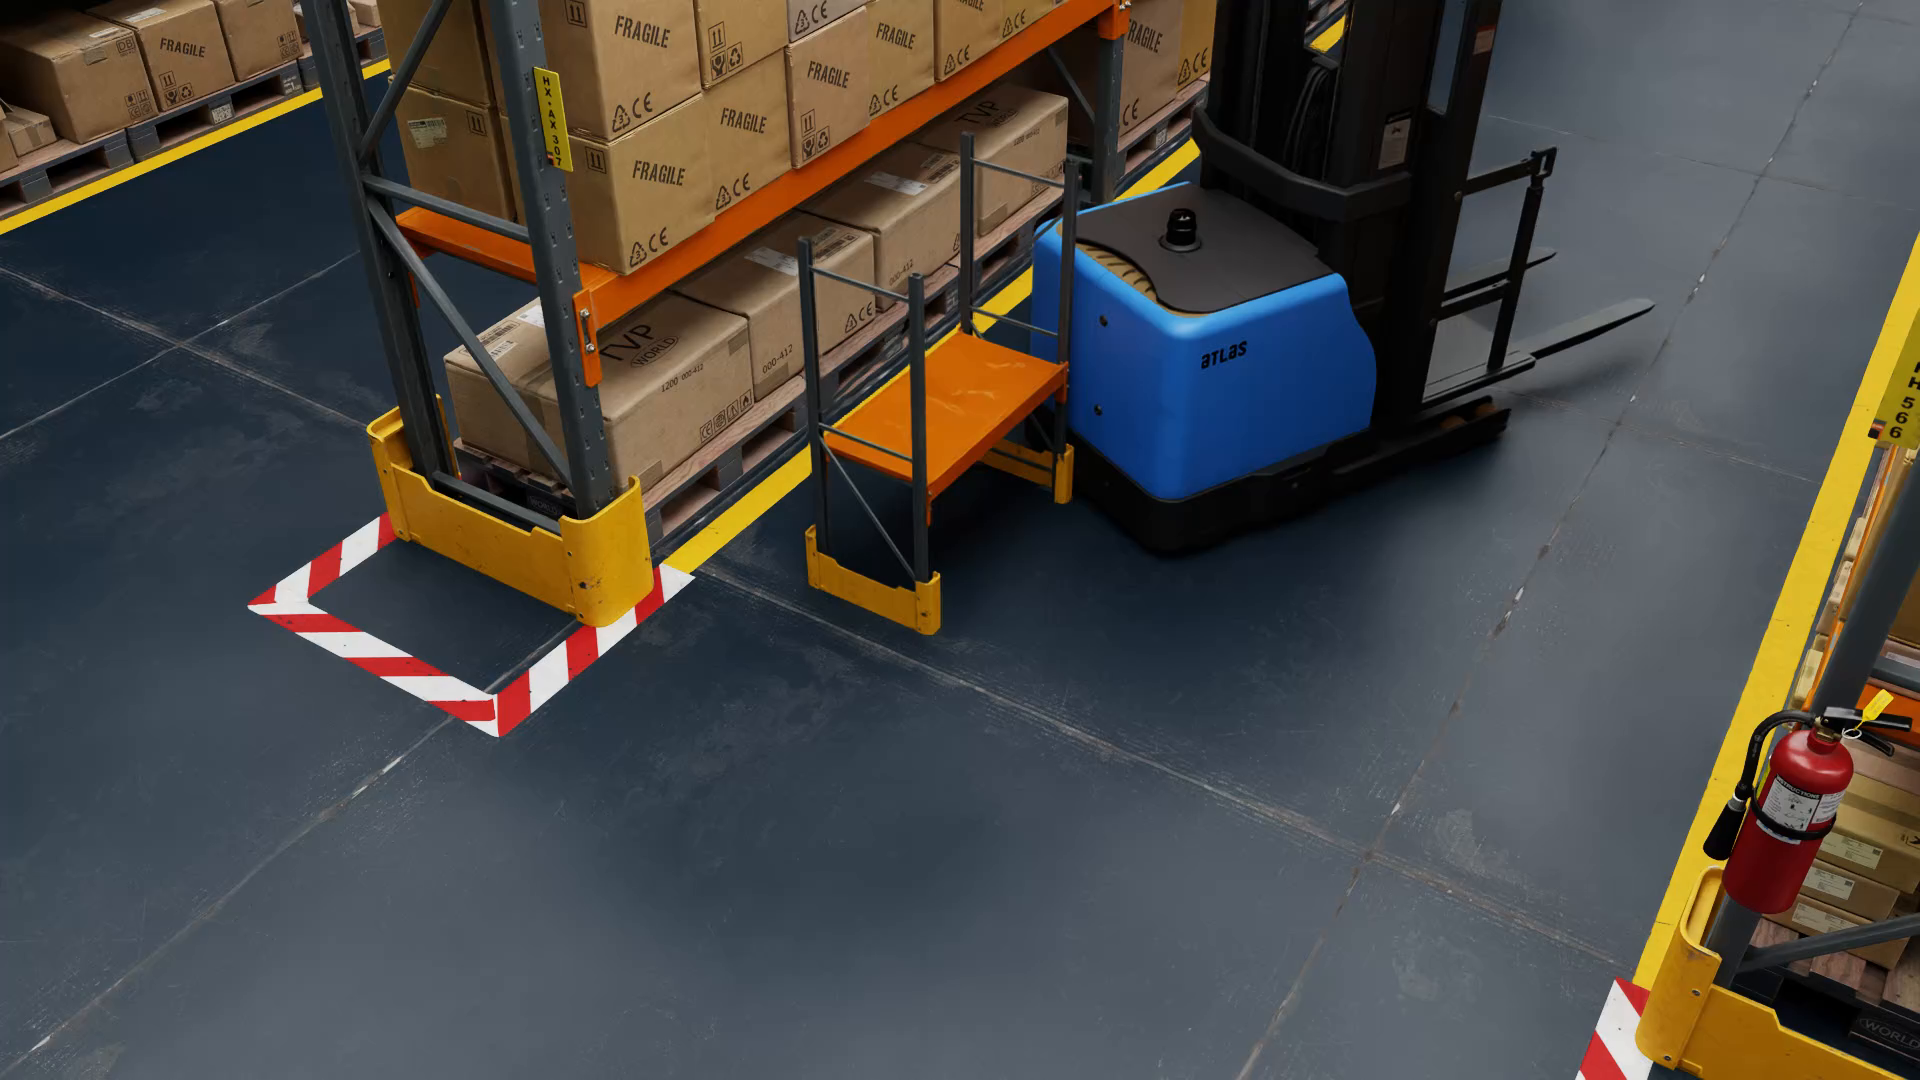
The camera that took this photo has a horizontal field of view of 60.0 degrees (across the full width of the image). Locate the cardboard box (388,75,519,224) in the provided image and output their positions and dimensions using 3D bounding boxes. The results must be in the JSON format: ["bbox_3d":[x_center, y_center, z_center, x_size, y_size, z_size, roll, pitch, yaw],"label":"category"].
[{"bbox_3d":[-1.710,-1.506,6.165,0.500,0.500,0.500,21,42,25],"label":"cardboard box"}]

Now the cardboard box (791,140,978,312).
[{"bbox_3d":[-0.508,-1.595,8.116,0.875,0.438,0.875,20,42,24],"label":"cardboard box"}]

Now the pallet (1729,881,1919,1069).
[{"bbox_3d":[2.995,1.094,5.158,1.003,0.211,1.213,21,42,25],"label":"pallet"}]

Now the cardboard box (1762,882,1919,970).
[{"bbox_3d":[2.595,1.059,4.910,0.380,0.149,0.250,22,43,26],"label":"cardboard box"}]

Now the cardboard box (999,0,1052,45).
[{"bbox_3d":[0.095,-2.643,7.640,0.500,0.500,0.500,20,42,24],"label":"cardboard box"}]

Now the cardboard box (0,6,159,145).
[{"bbox_3d":[-5.039,-2.642,9.423,0.700,0.500,0.500,23,43,27],"label":"cardboard box"}]

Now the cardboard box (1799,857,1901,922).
[{"bbox_3d":[2.531,0.915,4.853,0.380,0.149,0.250,20,42,24],"label":"cardboard box"}]

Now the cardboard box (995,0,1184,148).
[{"bbox_3d":[0.663,-2.864,9.405,0.875,0.875,0.875,23,43,26],"label":"cardboard box"}]

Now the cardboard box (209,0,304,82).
[{"bbox_3d":[-4.483,-3.177,10.117,0.700,0.500,0.500,20,42,23],"label":"cardboard box"}]

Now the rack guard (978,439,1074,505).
[{"bbox_3d":[0.209,-0.360,7.012,0.587,0.250,0.087,22,43,26],"label":"rack guard"}]

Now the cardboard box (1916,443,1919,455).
[{"bbox_3d":[2.524,-0.435,3.713,0.500,0.500,0.500,20,42,24],"label":"cardboard box"}]

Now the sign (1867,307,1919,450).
[{"bbox_3d":[2.031,-0.340,3.527,0.100,0.325,0.005,21,42,25],"label":"sign"}]

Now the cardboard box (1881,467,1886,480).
[{"bbox_3d":[3.656,-0.274,6.152,0.380,0.149,0.250,22,43,26],"label":"cardboard box"}]

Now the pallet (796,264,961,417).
[{"bbox_3d":[-0.728,-1.091,7.992,1.003,0.211,1.213,21,42,25],"label":"pallet"}]

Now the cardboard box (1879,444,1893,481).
[{"bbox_3d":[3.934,-0.298,6.671,0.380,0.149,0.250,21,42,25],"label":"cardboard box"}]

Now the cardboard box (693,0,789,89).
[{"bbox_3d":[-0.976,-1.990,5.973,0.500,0.500,0.500,20,42,24],"label":"cardboard box"}]

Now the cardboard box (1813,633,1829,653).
[{"bbox_3d":[3.075,0.376,5.553,0.380,0.149,0.250,22,43,26],"label":"cardboard box"}]

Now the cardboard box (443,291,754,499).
[{"bbox_3d":[-1.475,-0.656,6.898,0.875,0.438,0.875,20,42,24],"label":"cardboard box"}]

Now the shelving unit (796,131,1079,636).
[{"bbox_3d":[-0.062,-0.600,6.300,0.587,1.500,1.083,22,43,26],"label":"shelving unit"}]

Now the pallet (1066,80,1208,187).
[{"bbox_3d":[0.748,-2.511,9.835,1.003,0.211,1.213,21,42,25],"label":"pallet"}]

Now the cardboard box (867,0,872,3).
[{"bbox_3d":[-0.440,-2.515,6.655,0.500,0.500,0.500,21,42,25],"label":"cardboard box"}]

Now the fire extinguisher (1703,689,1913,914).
[{"bbox_3d":[1.965,0.593,3.893,0.296,0.674,0.183,21,42,25],"label":"fire extinguisher"}]

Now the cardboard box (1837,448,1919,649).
[{"bbox_3d":[2.513,-0.037,4.016,0.500,0.500,0.500,22,43,26],"label":"cardboard box"}]

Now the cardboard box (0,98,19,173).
[{"bbox_3d":[-5.530,-2.215,8.867,0.797,0.503,0.637,19,42,23],"label":"cardboard box"}]

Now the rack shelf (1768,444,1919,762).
[{"bbox_3d":[3.561,-0.310,5.285,1.077,0.370,4.000,21,42,25],"label":"rack shelf"}]

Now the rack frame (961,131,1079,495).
[{"bbox_3d":[0.220,-0.865,6.643,0.500,1.500,0.032,22,43,26],"label":"rack frame"}]

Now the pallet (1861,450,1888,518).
[{"bbox_3d":[4.302,-0.164,6.790,1.003,0.211,1.213,21,42,25],"label":"pallet"}]

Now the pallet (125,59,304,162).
[{"bbox_3d":[-4.816,-2.725,10.113,1.003,0.211,1.213,21,42,25],"label":"pallet"}]

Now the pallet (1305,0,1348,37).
[{"bbox_3d":[2.056,-3.769,11.466,1.003,0.211,1.213,21,42,25],"label":"pallet"}]

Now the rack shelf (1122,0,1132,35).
[{"bbox_3d":[1.470,-3.939,9.993,1.077,0.370,4.000,21,42,25],"label":"rack shelf"}]

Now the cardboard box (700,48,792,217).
[{"bbox_3d":[-0.997,-1.594,6.279,0.500,0.500,0.500,21,42,25],"label":"cardboard box"}]

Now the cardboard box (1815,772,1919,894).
[{"bbox_3d":[2.559,0.807,4.750,0.380,0.149,0.250,22,43,26],"label":"cardboard box"}]

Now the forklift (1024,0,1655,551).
[{"bbox_3d":[1.807,-1.789,6.670,3.031,2.935,1.130,-20,42,-24],"label":"forklift"}]

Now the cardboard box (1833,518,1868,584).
[{"bbox_3d":[3.352,0.099,5.913,0.380,0.149,0.250,22,43,26],"label":"cardboard box"}]

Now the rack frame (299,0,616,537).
[{"bbox_3d":[-1.745,-1.131,5.761,1.000,3.000,0.127,21,42,25],"label":"rack frame"}]

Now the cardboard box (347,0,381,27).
[{"bbox_3d":[-3.845,-3.469,10.784,0.380,0.149,0.250,20,42,24],"label":"cardboard box"}]

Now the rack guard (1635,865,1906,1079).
[{"bbox_3d":[2.530,1.387,4.542,1.175,0.500,0.348,21,42,25],"label":"rack guard"}]

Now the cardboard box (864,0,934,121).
[{"bbox_3d":[-0.455,-2.114,6.954,0.500,0.500,0.500,23,43,27],"label":"cardboard box"}]

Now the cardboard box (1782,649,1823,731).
[{"bbox_3d":[2.774,0.521,5.121,0.380,0.149,0.250,20,42,24],"label":"cardboard box"}]
